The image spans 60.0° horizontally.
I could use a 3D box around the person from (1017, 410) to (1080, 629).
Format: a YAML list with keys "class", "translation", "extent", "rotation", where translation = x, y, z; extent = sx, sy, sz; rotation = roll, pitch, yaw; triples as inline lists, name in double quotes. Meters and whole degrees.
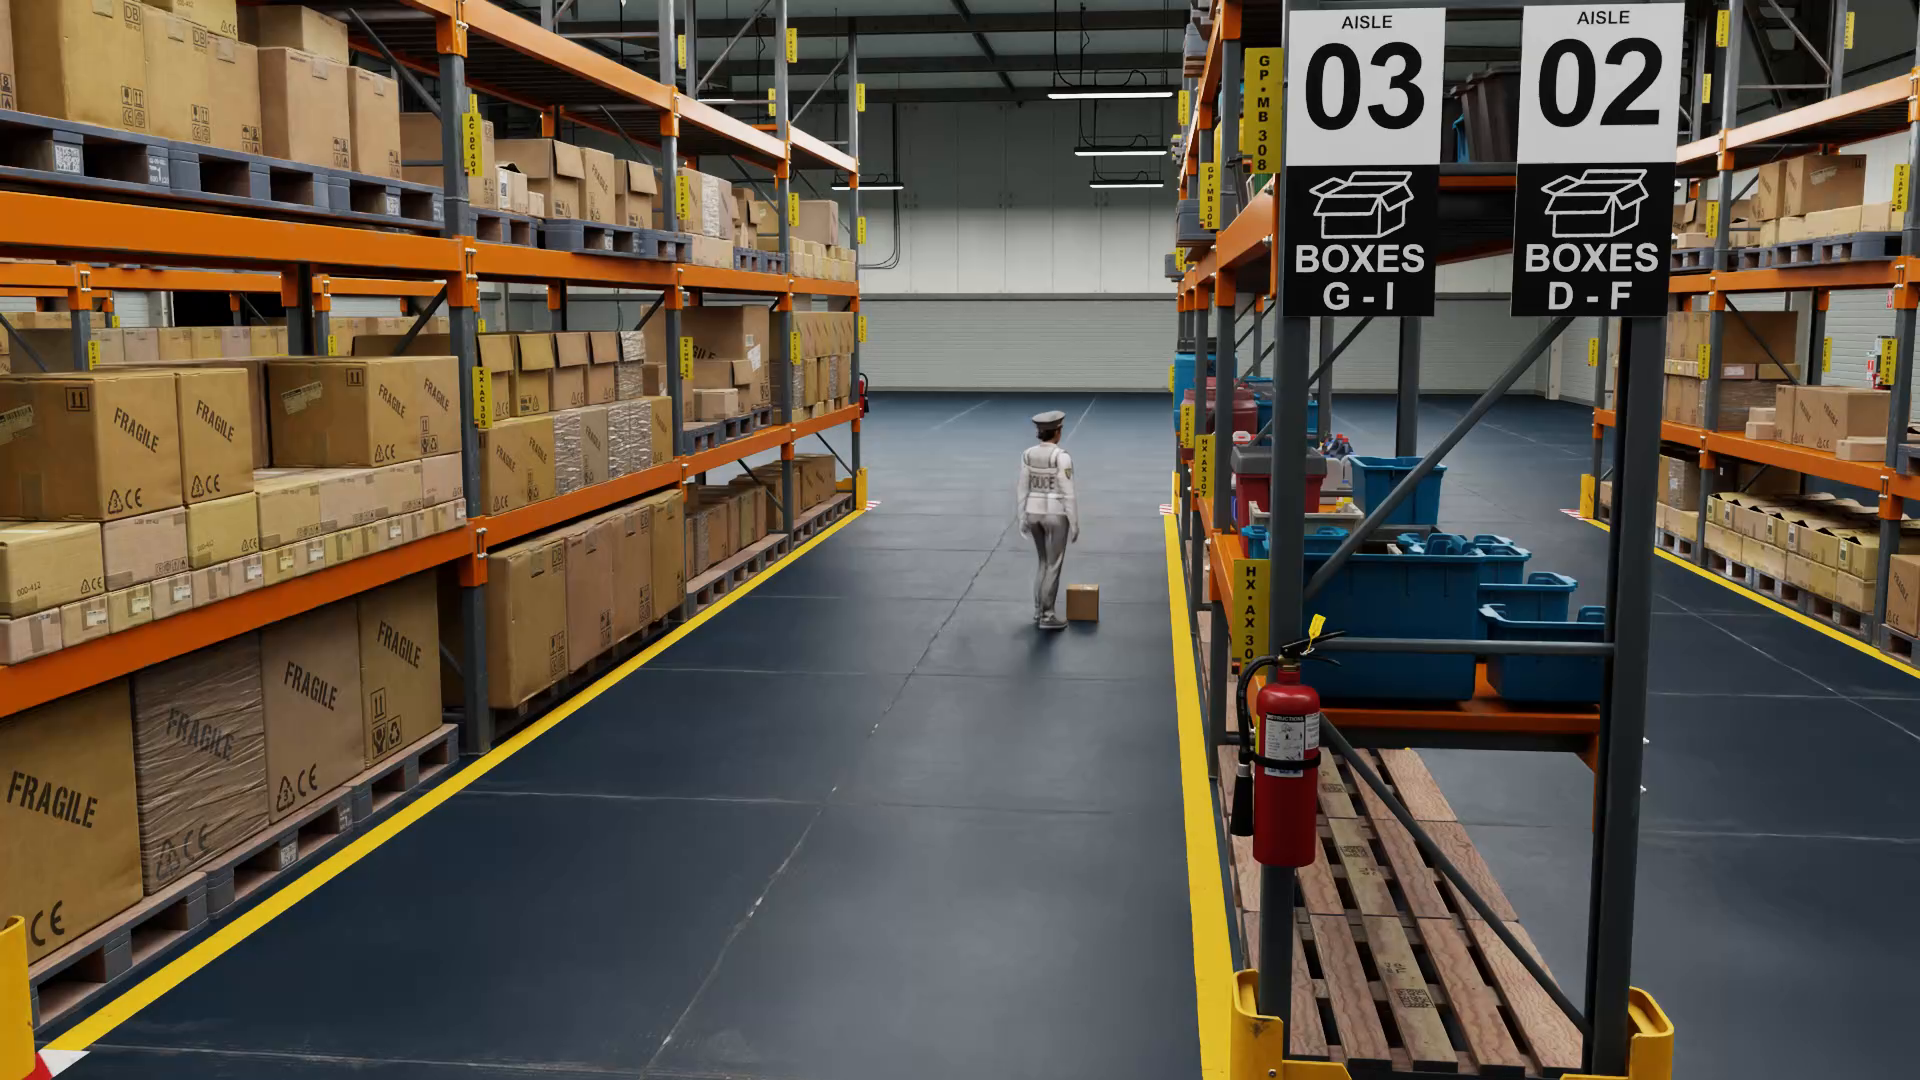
- class: "person"
  translation: [0.734, -0.132, 12.789]
  extent: [0.503, 1.724, 0.436]
  rotation: [7, 11, 43]
